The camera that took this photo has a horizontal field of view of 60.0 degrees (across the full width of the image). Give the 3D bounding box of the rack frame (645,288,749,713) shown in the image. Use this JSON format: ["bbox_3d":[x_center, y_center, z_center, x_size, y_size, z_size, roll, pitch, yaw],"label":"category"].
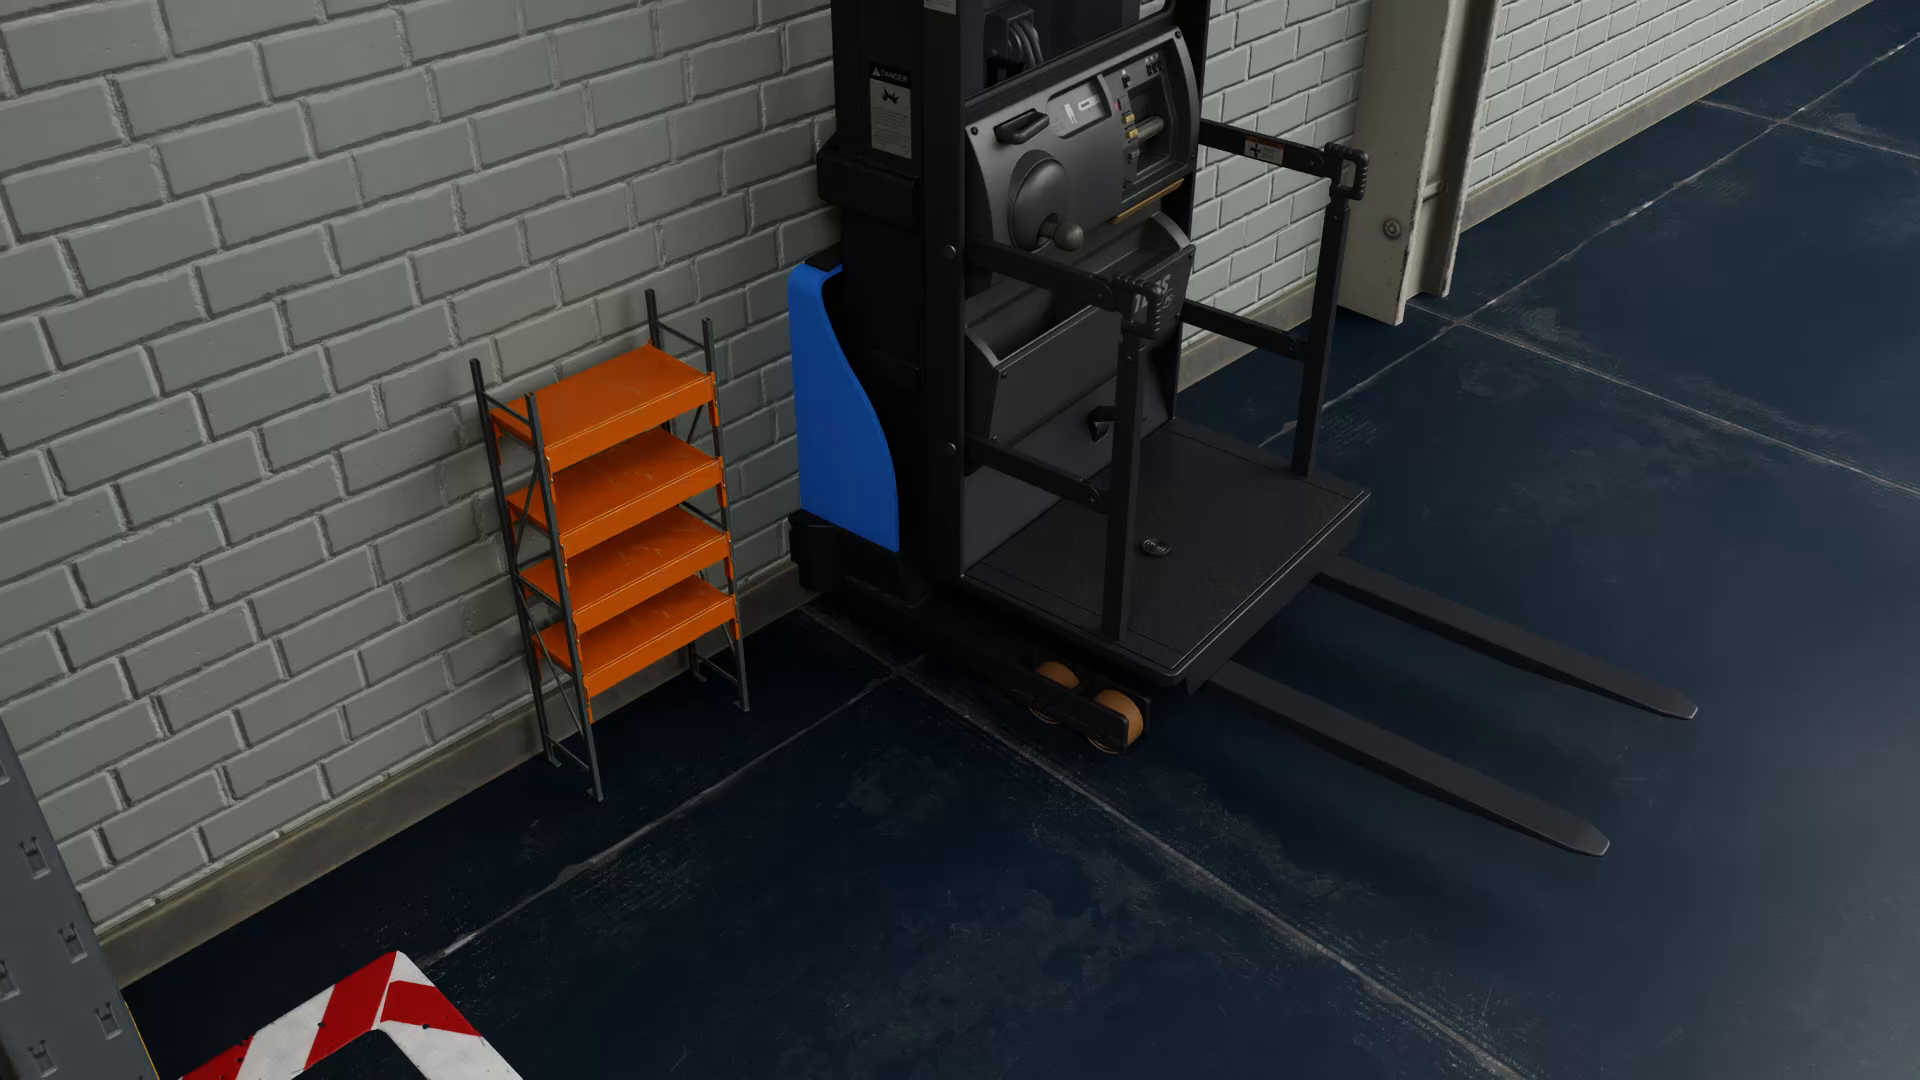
[{"bbox_3d":[-0.671,-0.068,4.298,0.240,1.200,0.015,29,44,35],"label":"rack frame"}]

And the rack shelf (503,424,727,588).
[{"bbox_3d":[-0.841,-0.096,4.065,0.258,0.148,0.480,29,44,35],"label":"rack shelf"}]

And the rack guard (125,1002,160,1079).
[{"bbox_3d":[-1.366,1.331,2.905,1.175,0.500,0.348,30,45,35],"label":"rack guard"}]

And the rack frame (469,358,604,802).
[{"bbox_3d":[-1.011,0.133,4.011,0.240,1.200,0.015,29,44,35],"label":"rack frame"}]

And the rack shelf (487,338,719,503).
[{"bbox_3d":[-0.841,-0.290,3.930,0.258,0.148,0.480,29,44,35],"label":"rack shelf"}]

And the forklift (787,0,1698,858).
[{"bbox_3d":[0.493,-0.979,4.091,3.031,2.935,1.130,24,42,31],"label":"forklift"}]

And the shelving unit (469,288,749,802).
[{"bbox_3d":[-0.841,0.032,4.155,0.258,1.200,0.503,29,44,35],"label":"shelving unit"}]

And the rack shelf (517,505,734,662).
[{"bbox_3d":[-0.841,0.088,4.193,0.258,0.148,0.480,29,44,35],"label":"rack shelf"}]

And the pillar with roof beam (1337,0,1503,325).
[{"bbox_3d":[4.770,-2.927,1.580,9.100,9.000,0.400,30,45,35],"label":"pillar with roof beam"}]

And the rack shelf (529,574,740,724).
[{"bbox_3d":[-0.841,0.251,4.307,0.258,0.148,0.480,29,44,35],"label":"rack shelf"}]
